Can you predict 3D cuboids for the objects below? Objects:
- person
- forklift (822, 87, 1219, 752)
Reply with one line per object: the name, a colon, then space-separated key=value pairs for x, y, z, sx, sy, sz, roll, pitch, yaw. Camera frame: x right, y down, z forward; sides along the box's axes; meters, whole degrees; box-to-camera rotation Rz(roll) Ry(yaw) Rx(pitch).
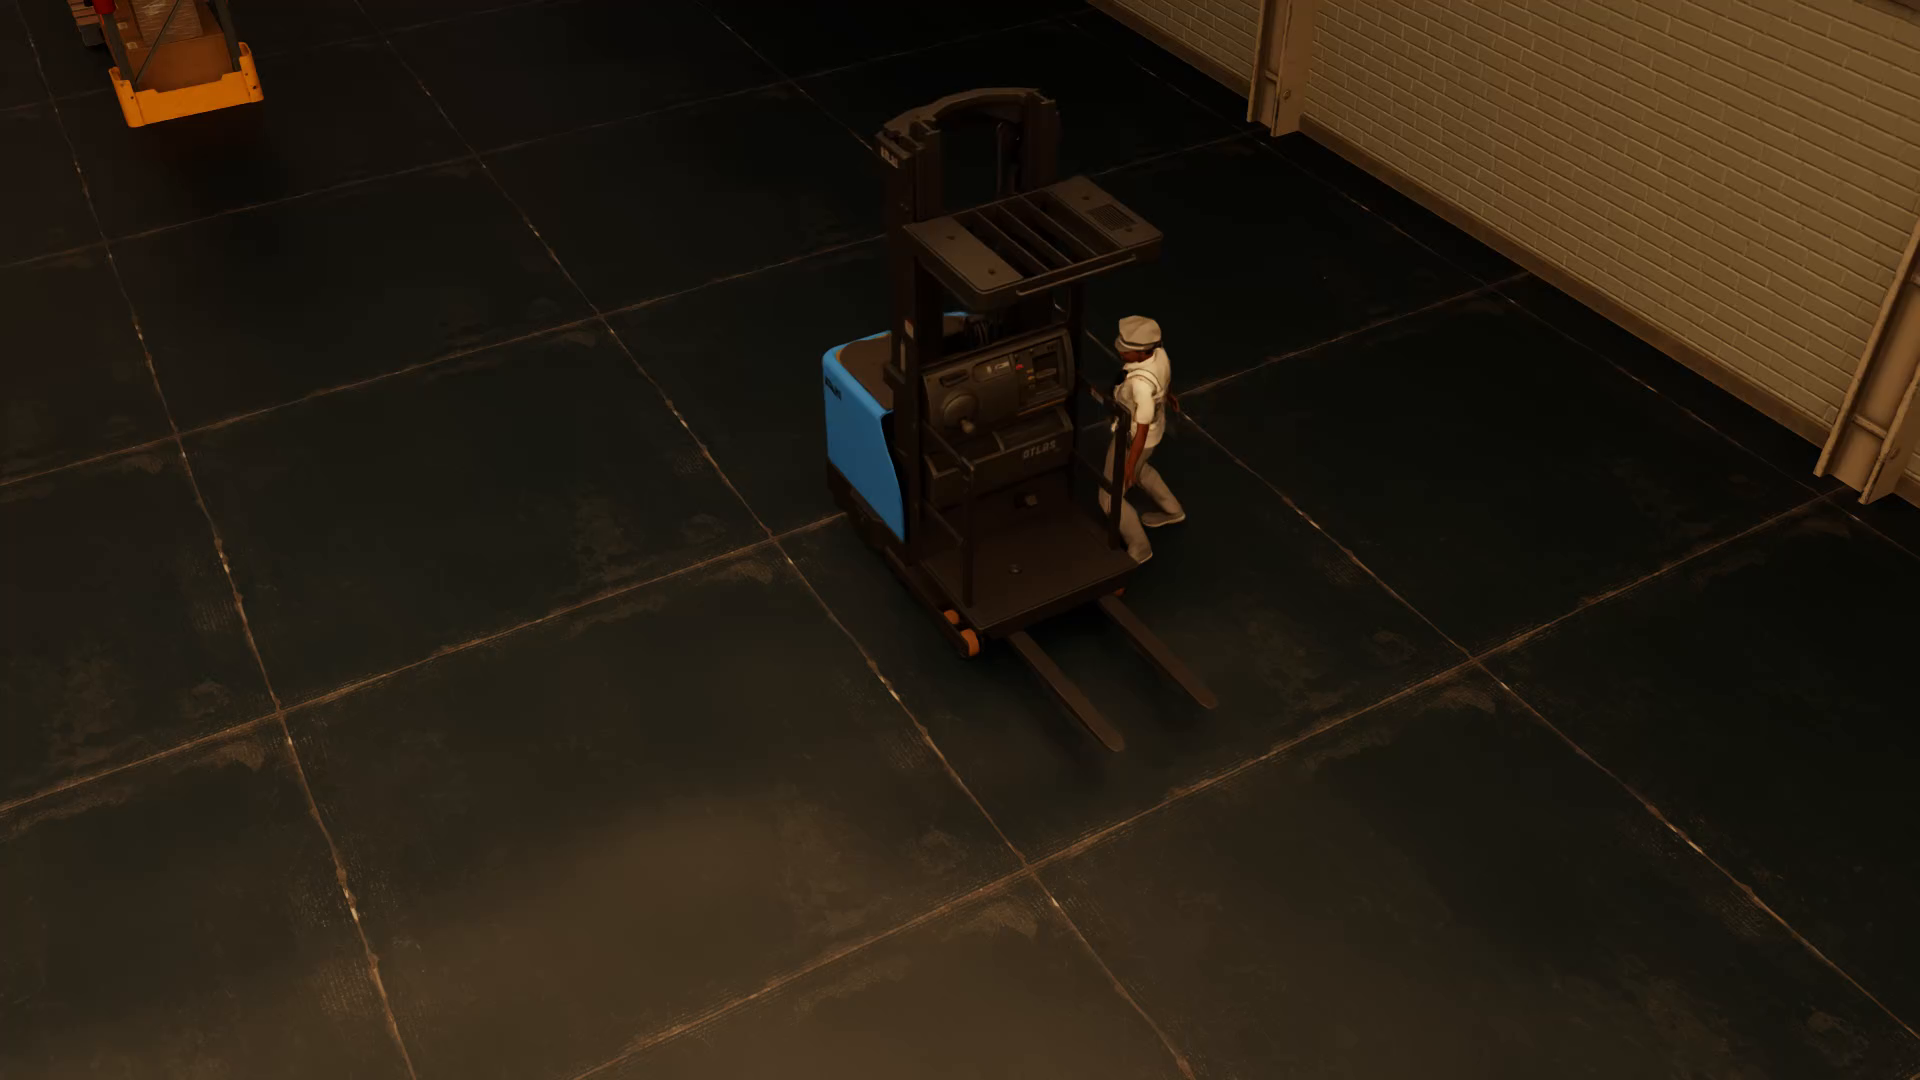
person: x=1.136 y=-0.638 z=9.870 sx=0.466 sy=1.592 sz=0.818 roll=13 pitch=42 yaw=16
forklift: x=0.331 y=-0.792 z=8.992 sx=1.130 sy=2.935 sz=3.031 roll=-21 pitch=44 yaw=-23
